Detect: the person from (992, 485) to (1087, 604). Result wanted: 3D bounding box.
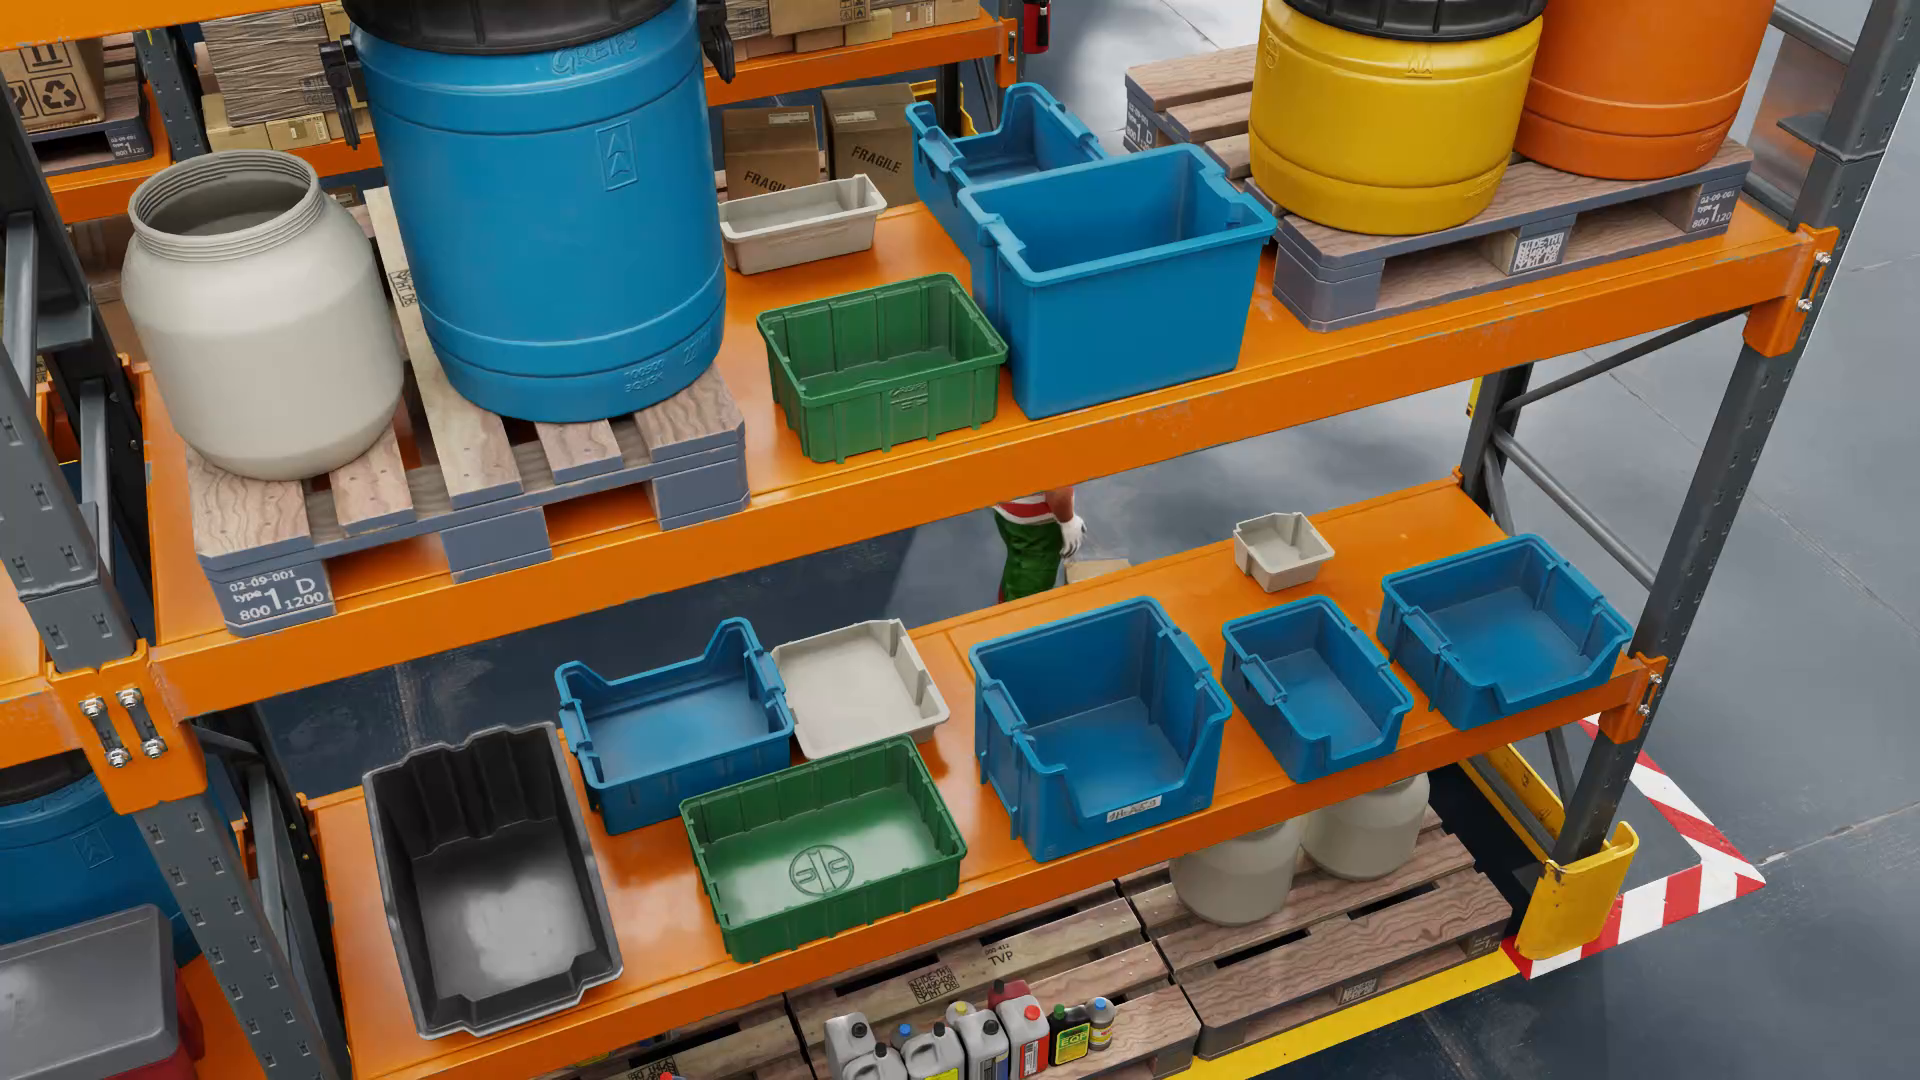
[{"bbox_3d":[0.272,-0.140,6.303,0.466,1.786,0.622,-20,45,-21],"label":"person"}]
